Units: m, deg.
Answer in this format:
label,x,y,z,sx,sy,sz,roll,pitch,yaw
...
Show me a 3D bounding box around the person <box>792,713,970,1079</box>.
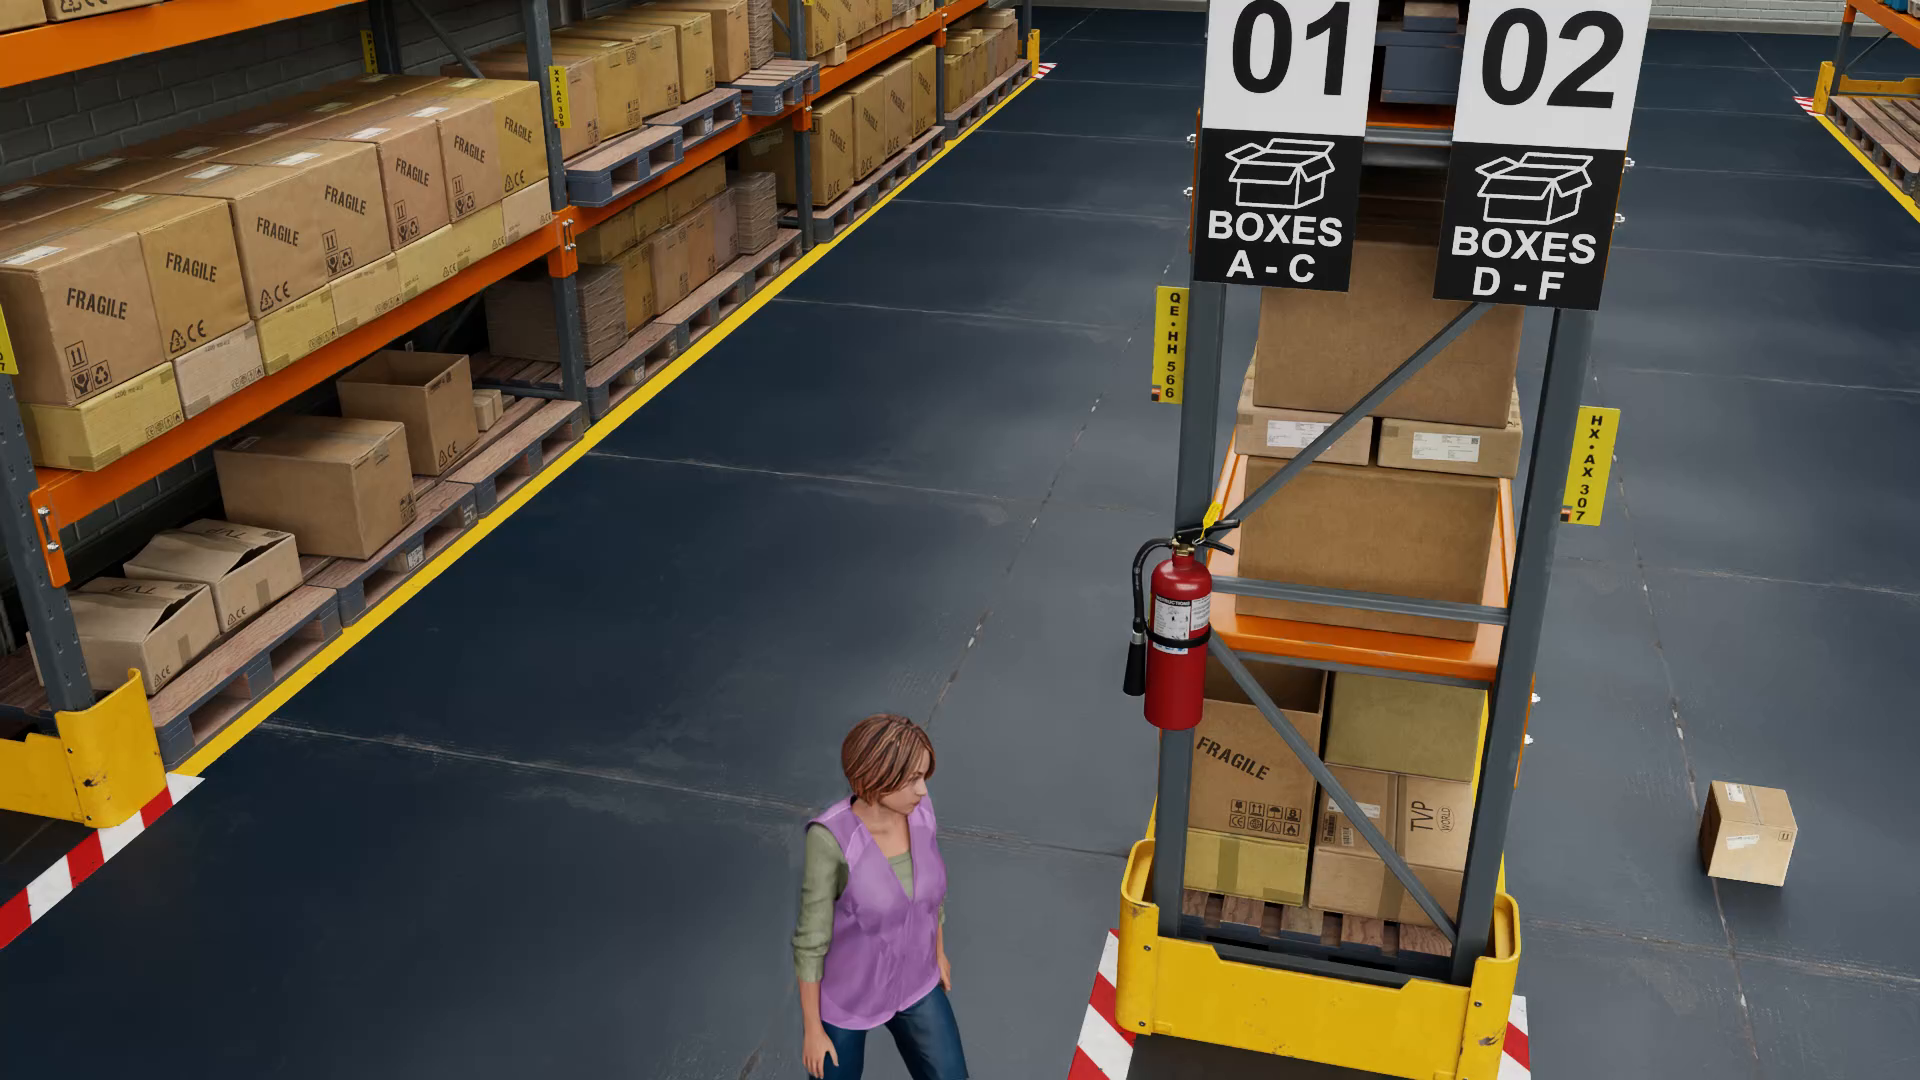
label,x,y,z,sx,sy,sz,roll,pitch,yaw
person,-0.204,1.161,4.200,0.493,1.611,0.500,-16,30,-30
